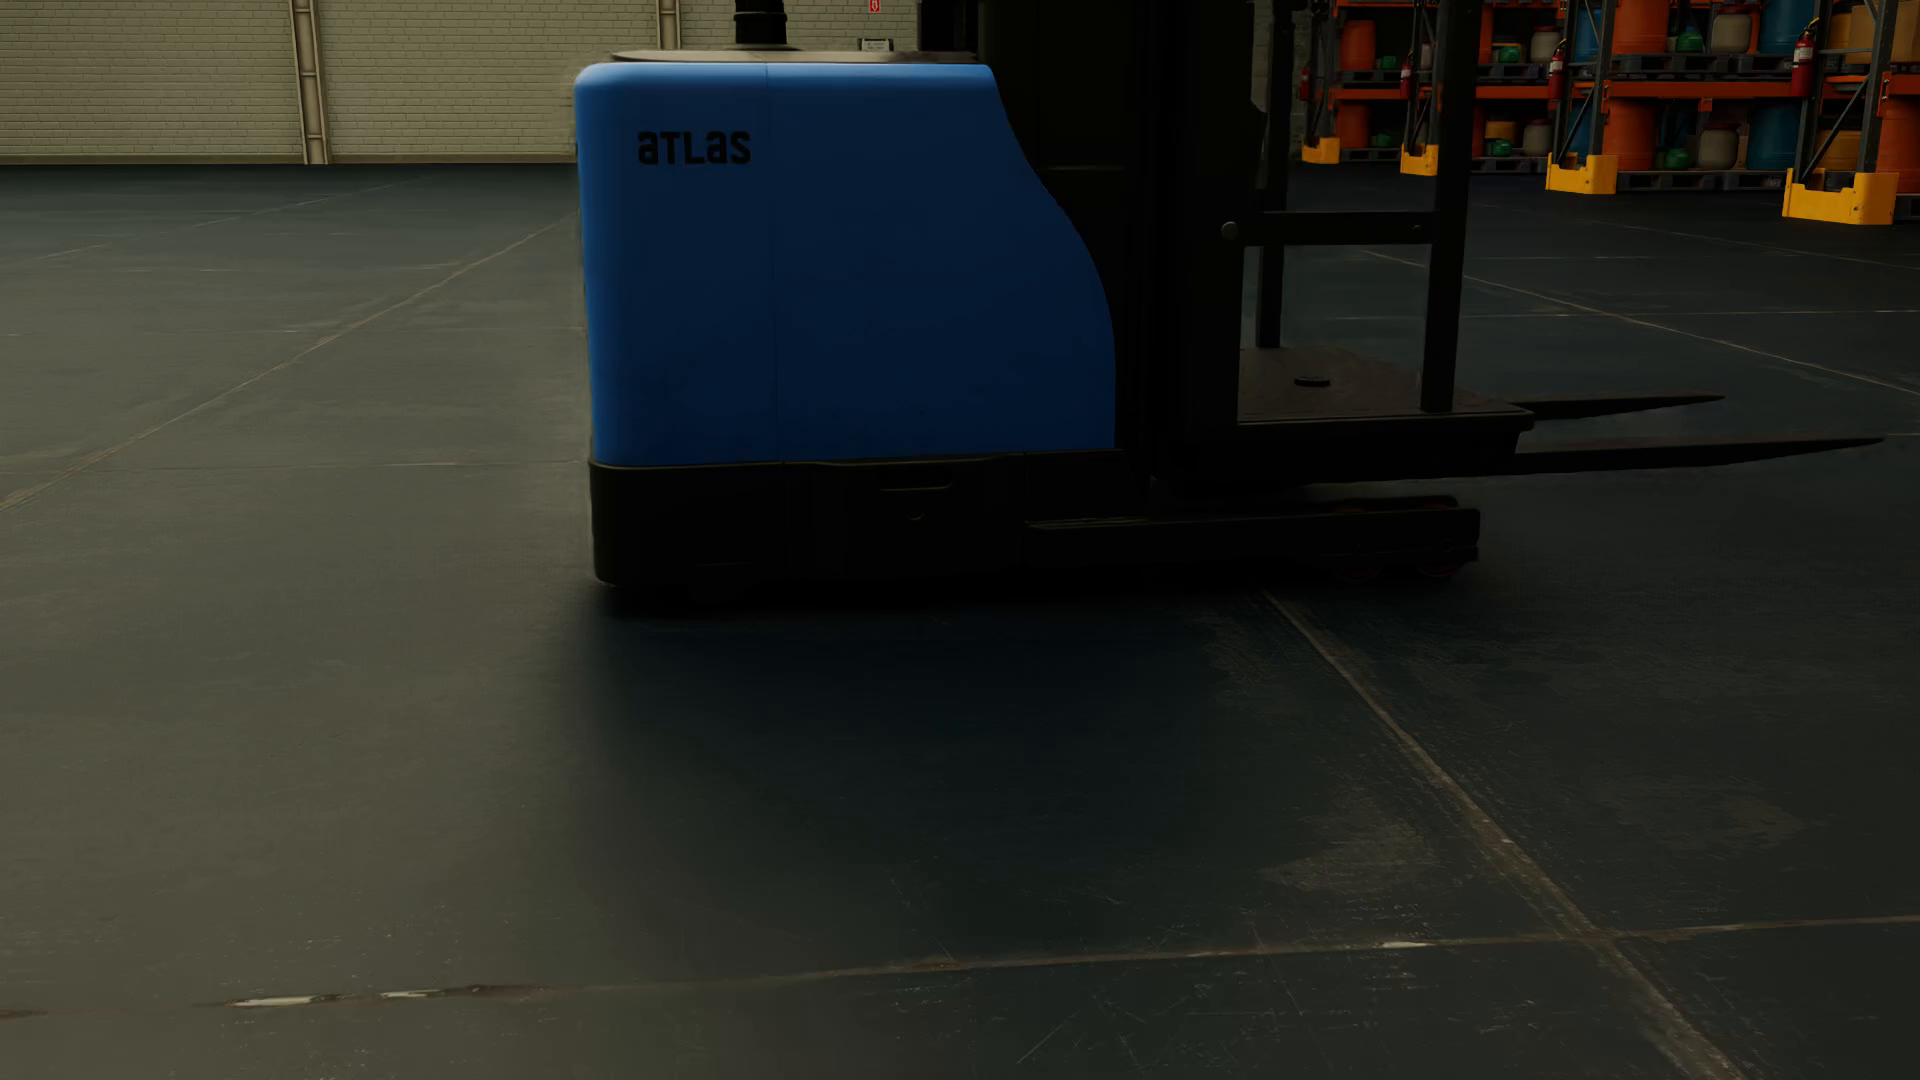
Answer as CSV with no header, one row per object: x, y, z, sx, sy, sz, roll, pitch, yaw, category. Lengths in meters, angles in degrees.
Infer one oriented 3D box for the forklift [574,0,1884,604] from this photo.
0.666,-1.454,3.703,3.031,2.935,1.130,-3,15,-11,forklift
